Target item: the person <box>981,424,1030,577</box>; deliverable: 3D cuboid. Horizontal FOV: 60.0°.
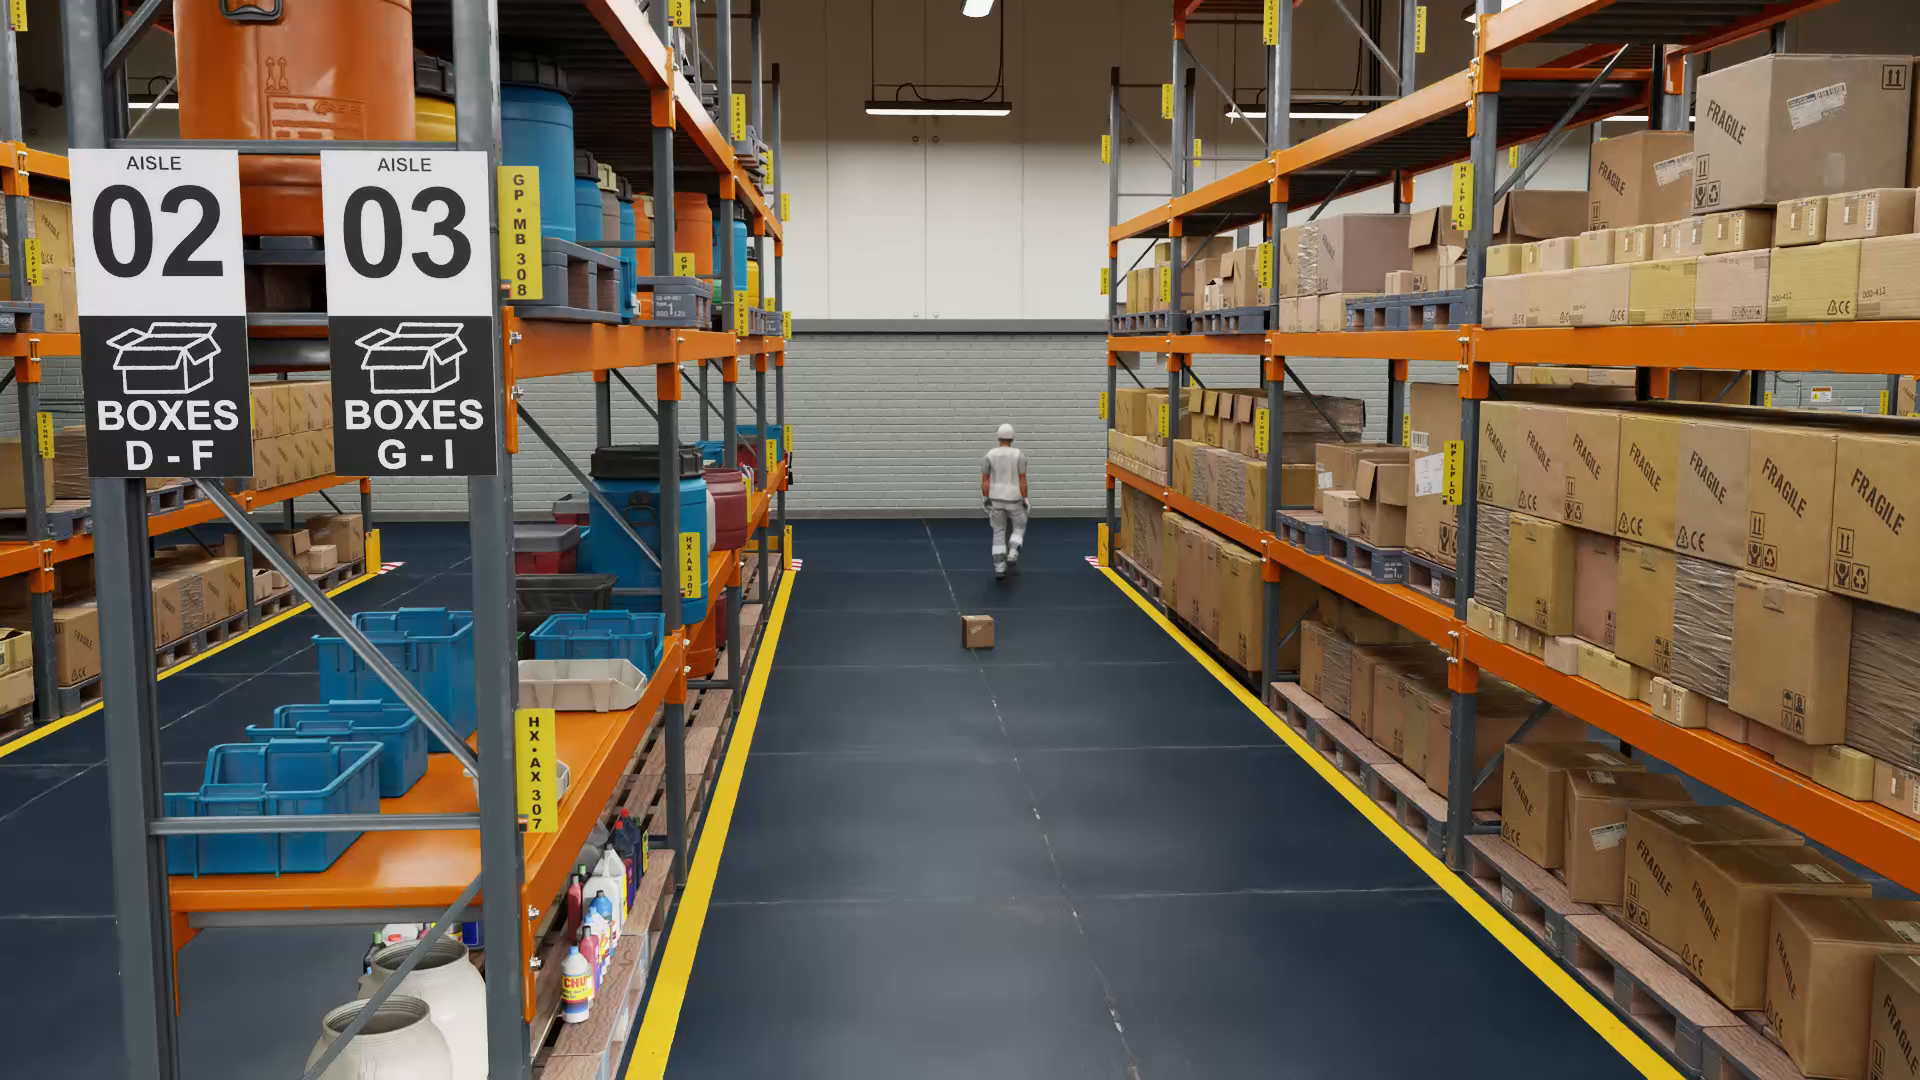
[{"bbox_3d":[0.545,-0.463,19.346,0.578,1.788,0.467,1,7,9],"label":"person"}]
